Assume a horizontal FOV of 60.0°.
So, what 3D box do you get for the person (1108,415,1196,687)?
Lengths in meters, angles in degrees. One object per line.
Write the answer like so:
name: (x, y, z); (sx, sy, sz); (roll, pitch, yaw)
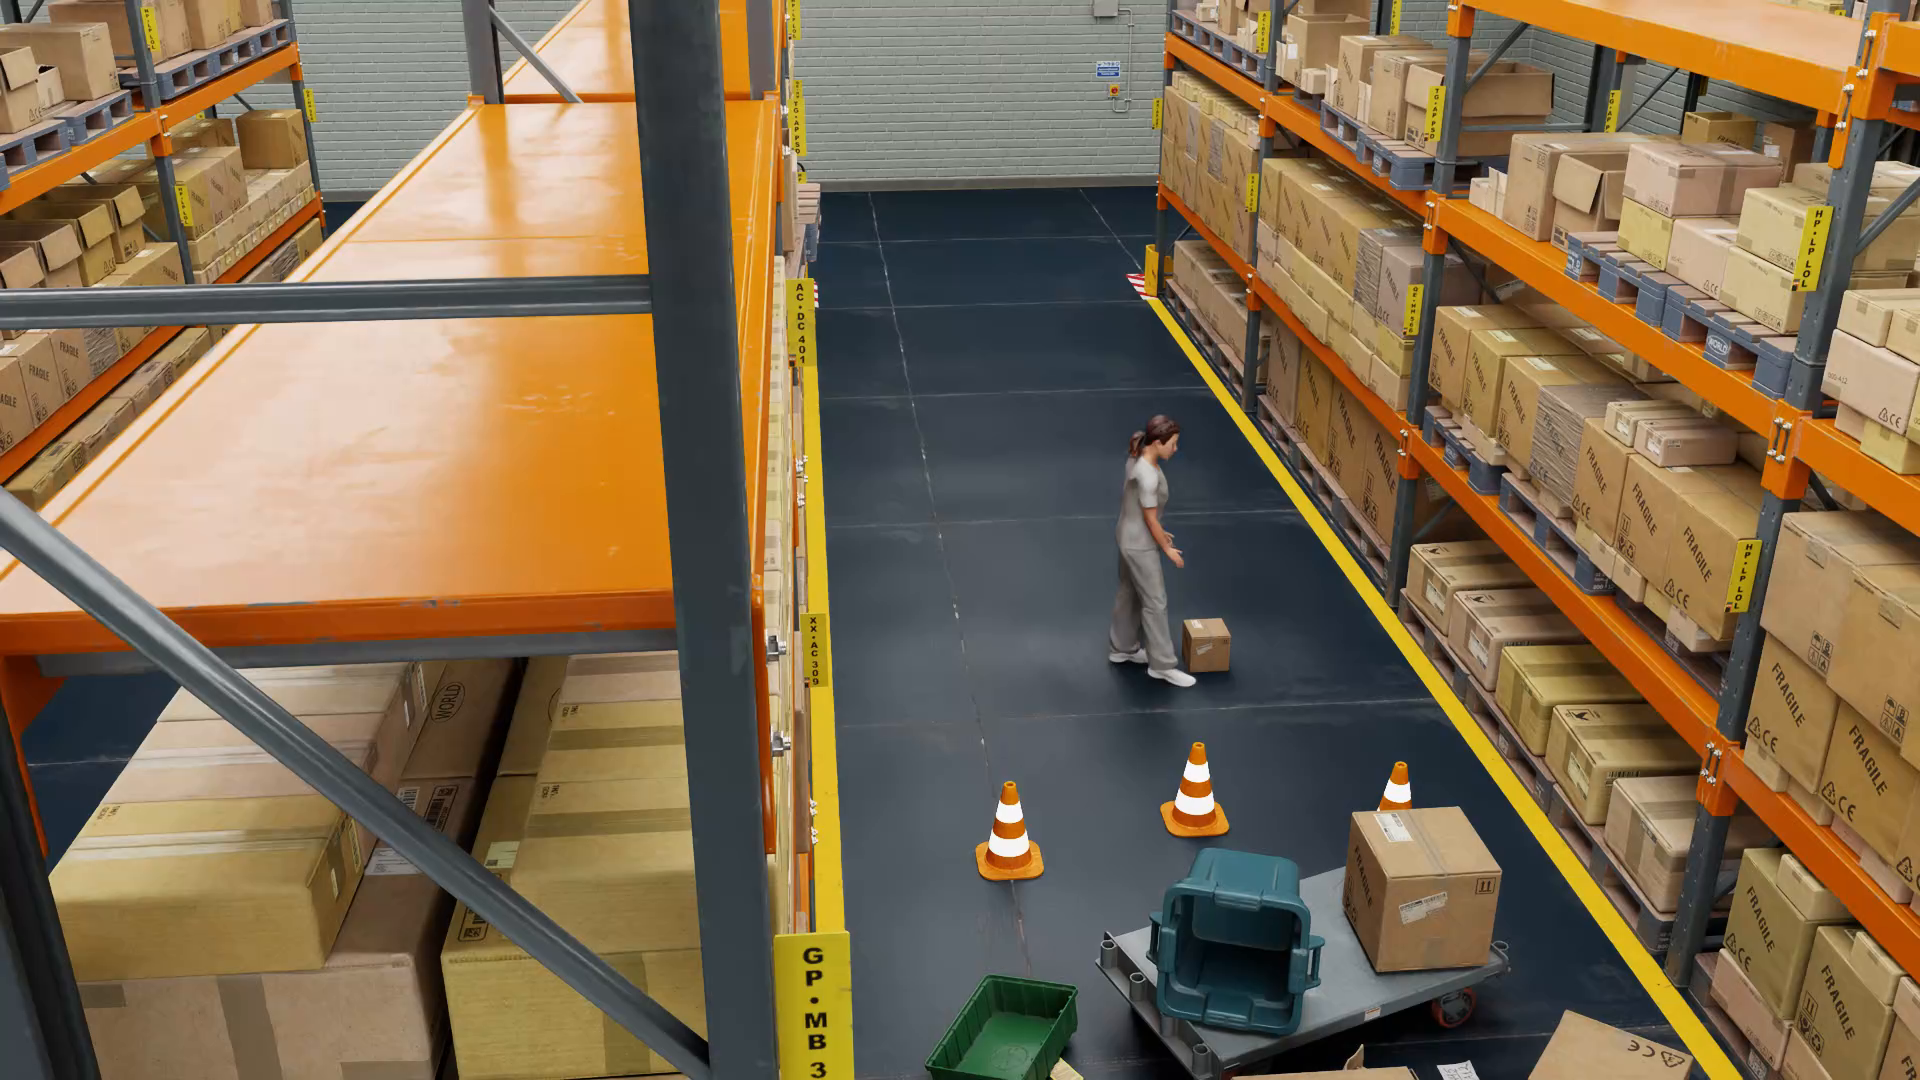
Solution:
person: (1.203, 0.043, 10.186); (0.522, 1.678, 0.500); (0, 24, 0)
